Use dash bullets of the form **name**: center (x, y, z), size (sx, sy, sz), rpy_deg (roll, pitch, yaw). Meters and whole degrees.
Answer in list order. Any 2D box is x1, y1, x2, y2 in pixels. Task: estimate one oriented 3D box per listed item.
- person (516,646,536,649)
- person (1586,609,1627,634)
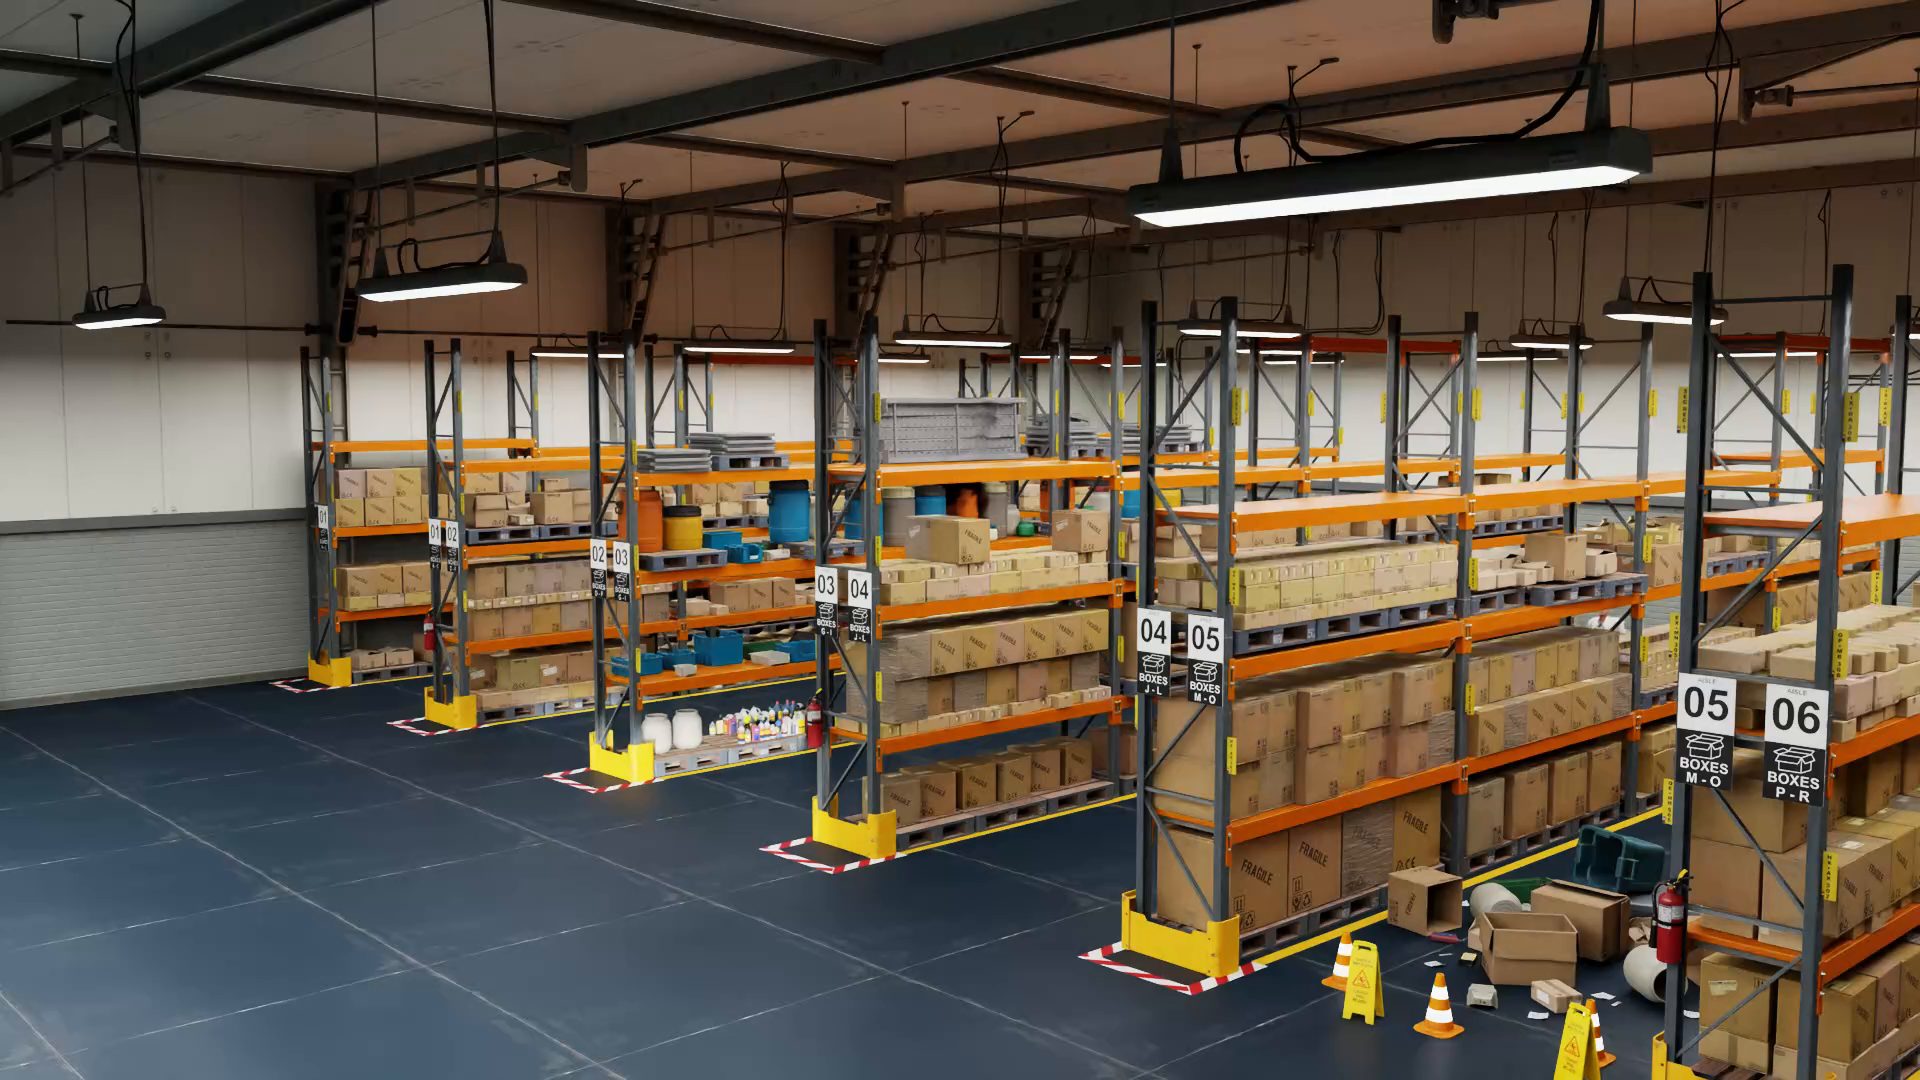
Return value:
- **person**: center (-7.515, 1.871, 28.666), size (0.536, 1.525, 0.628), rpy_deg (-4, 7, -40)
- **person**: center (10.650, 1.891, 27.533), size (0.771, 1.723, 0.668), rpy_deg (5, 7, 44)
